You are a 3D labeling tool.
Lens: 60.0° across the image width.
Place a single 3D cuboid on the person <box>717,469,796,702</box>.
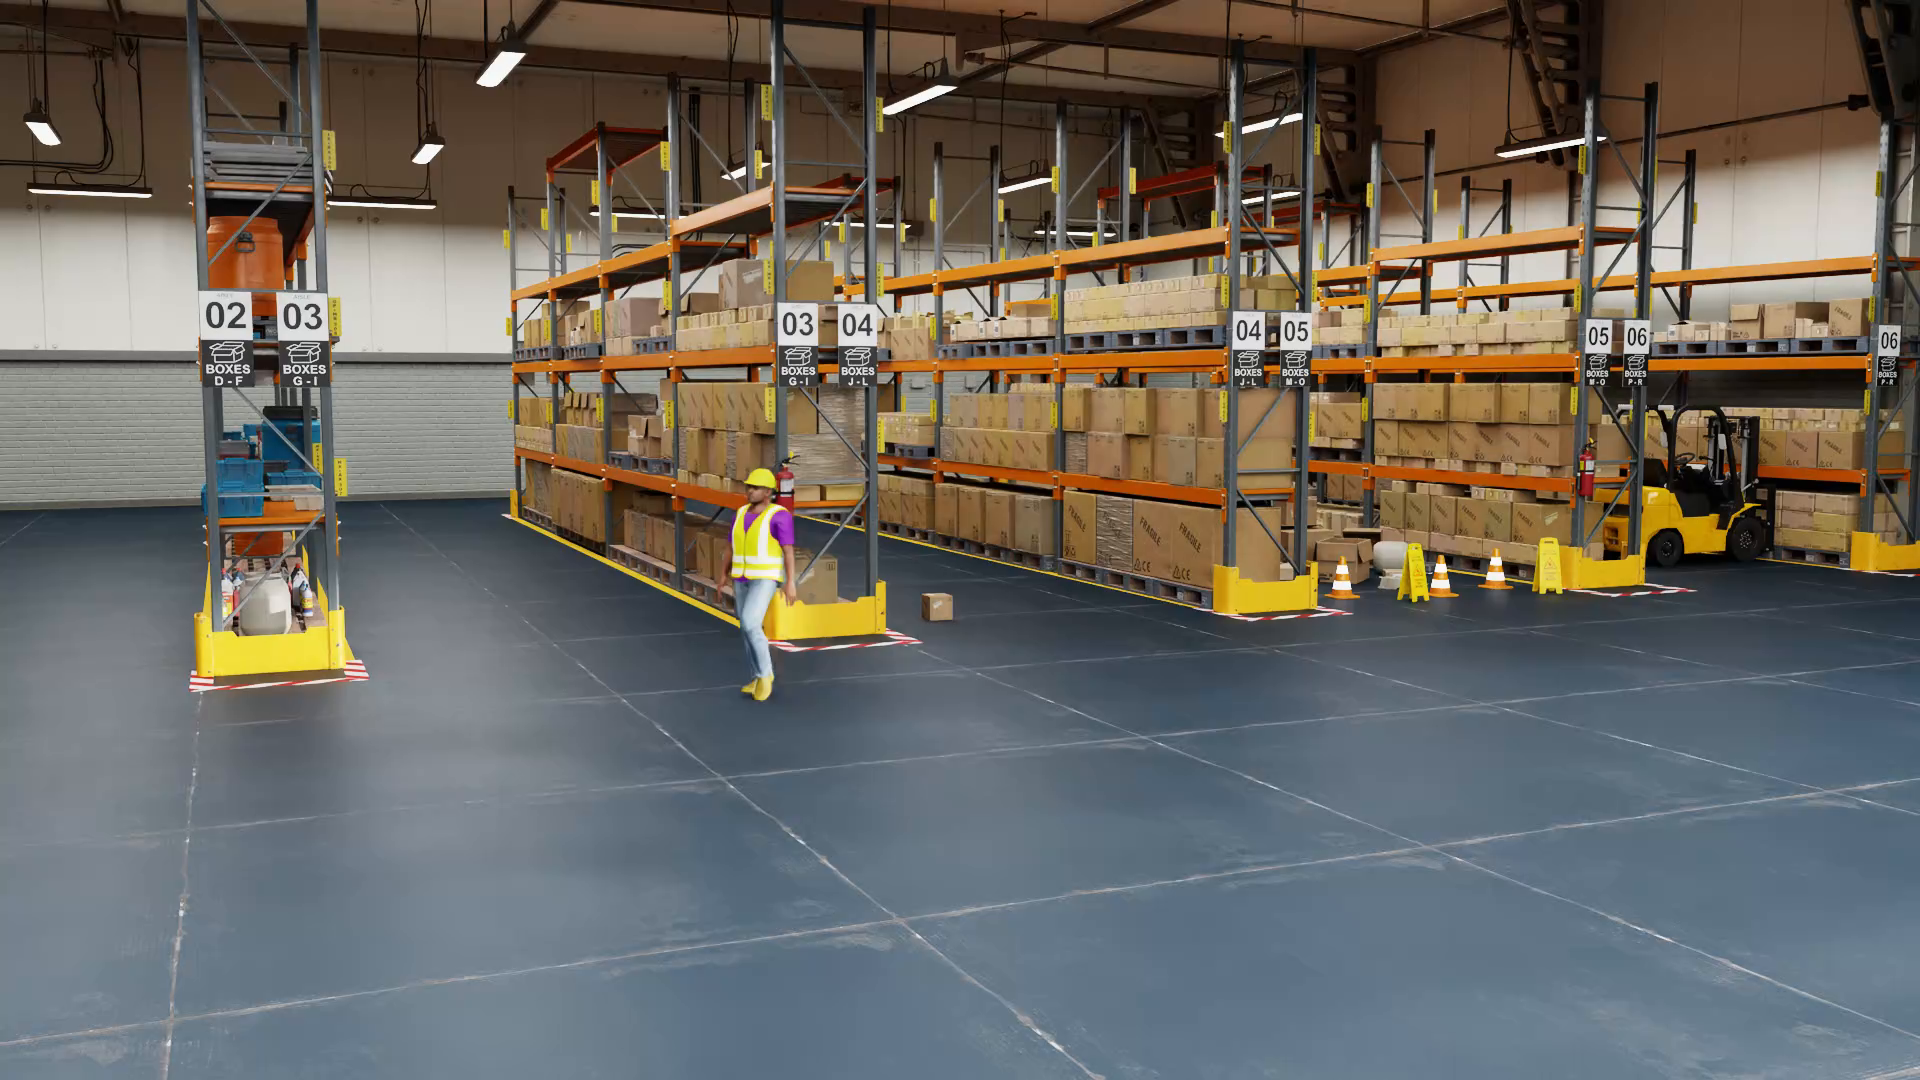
[{"bbox_3d":[-1.620,0.343,12.940,0.626,1.794,0.513,4,7,35],"label":"person"}]
